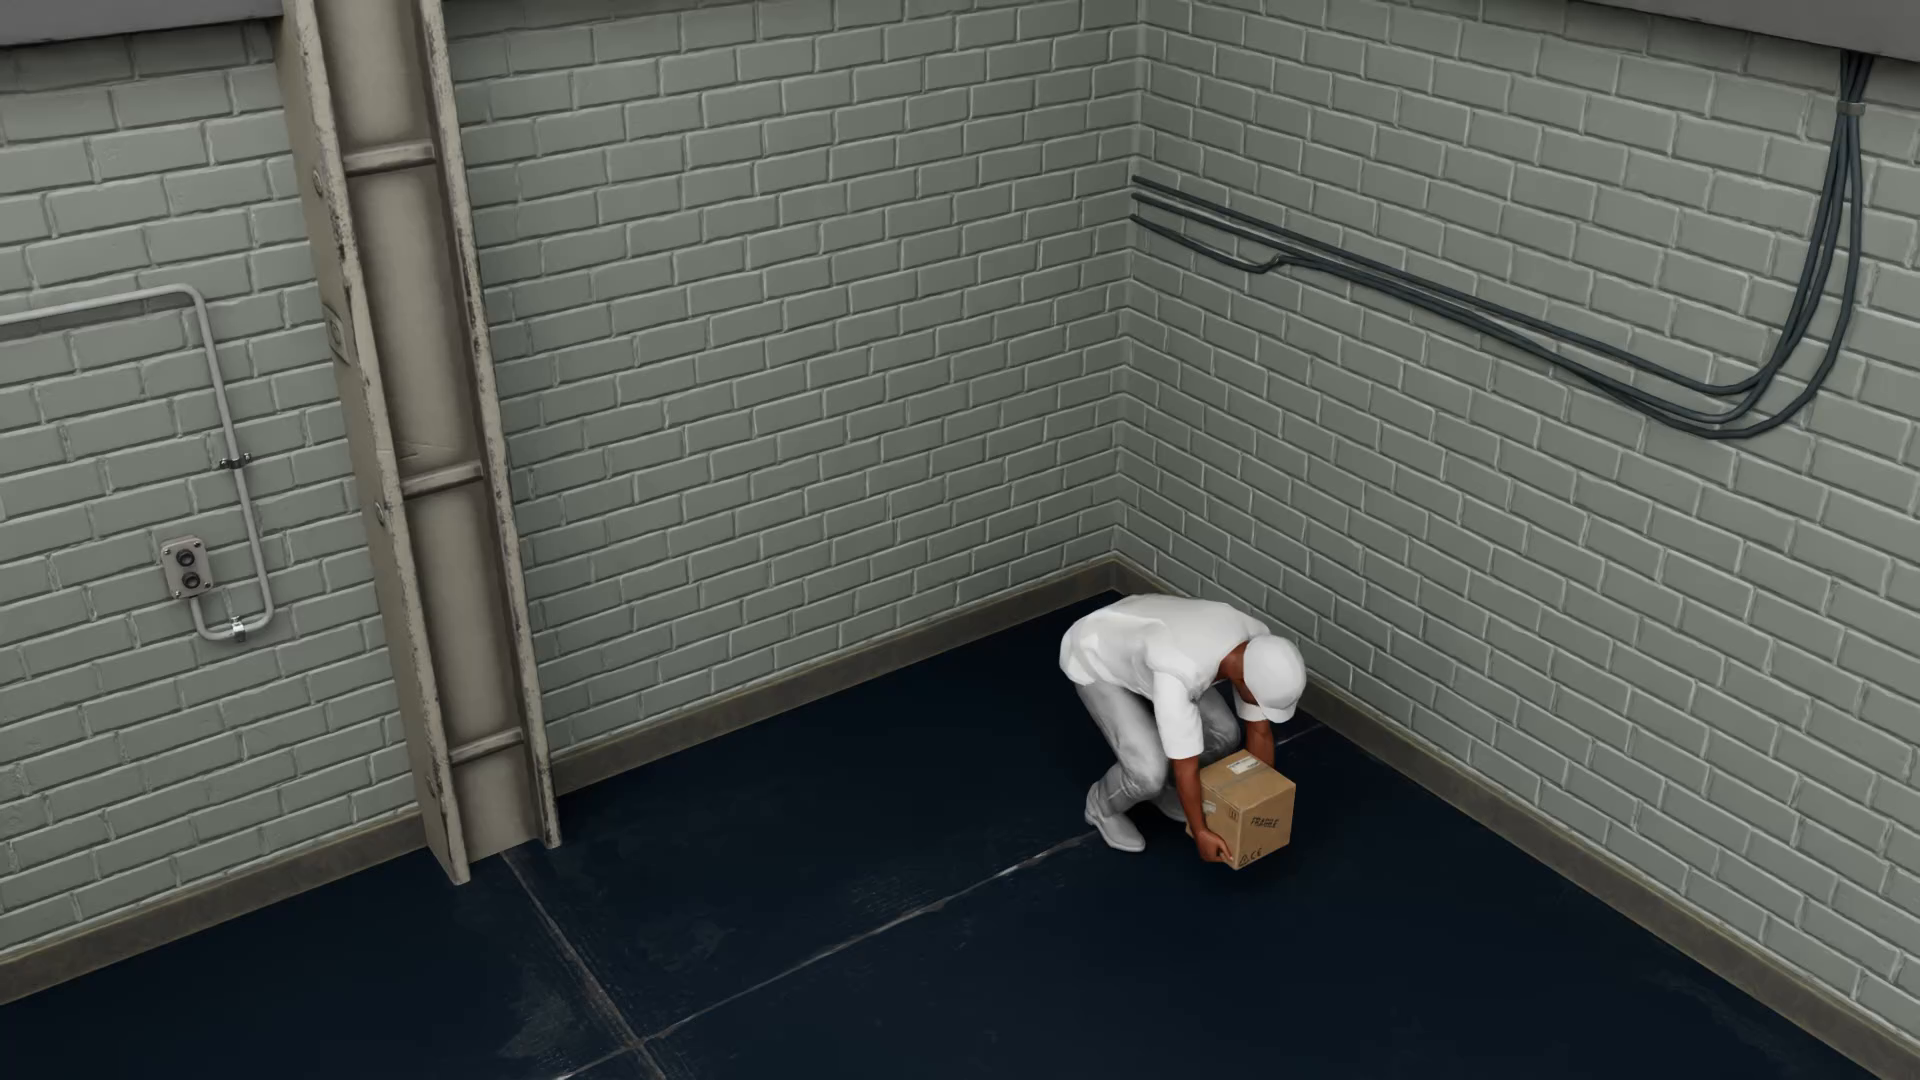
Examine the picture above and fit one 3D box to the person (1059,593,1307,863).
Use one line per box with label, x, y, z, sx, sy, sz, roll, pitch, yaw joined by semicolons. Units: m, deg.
person;0.770;0.627;5.735;0.534;1.013;0.944;-20;34;-32
